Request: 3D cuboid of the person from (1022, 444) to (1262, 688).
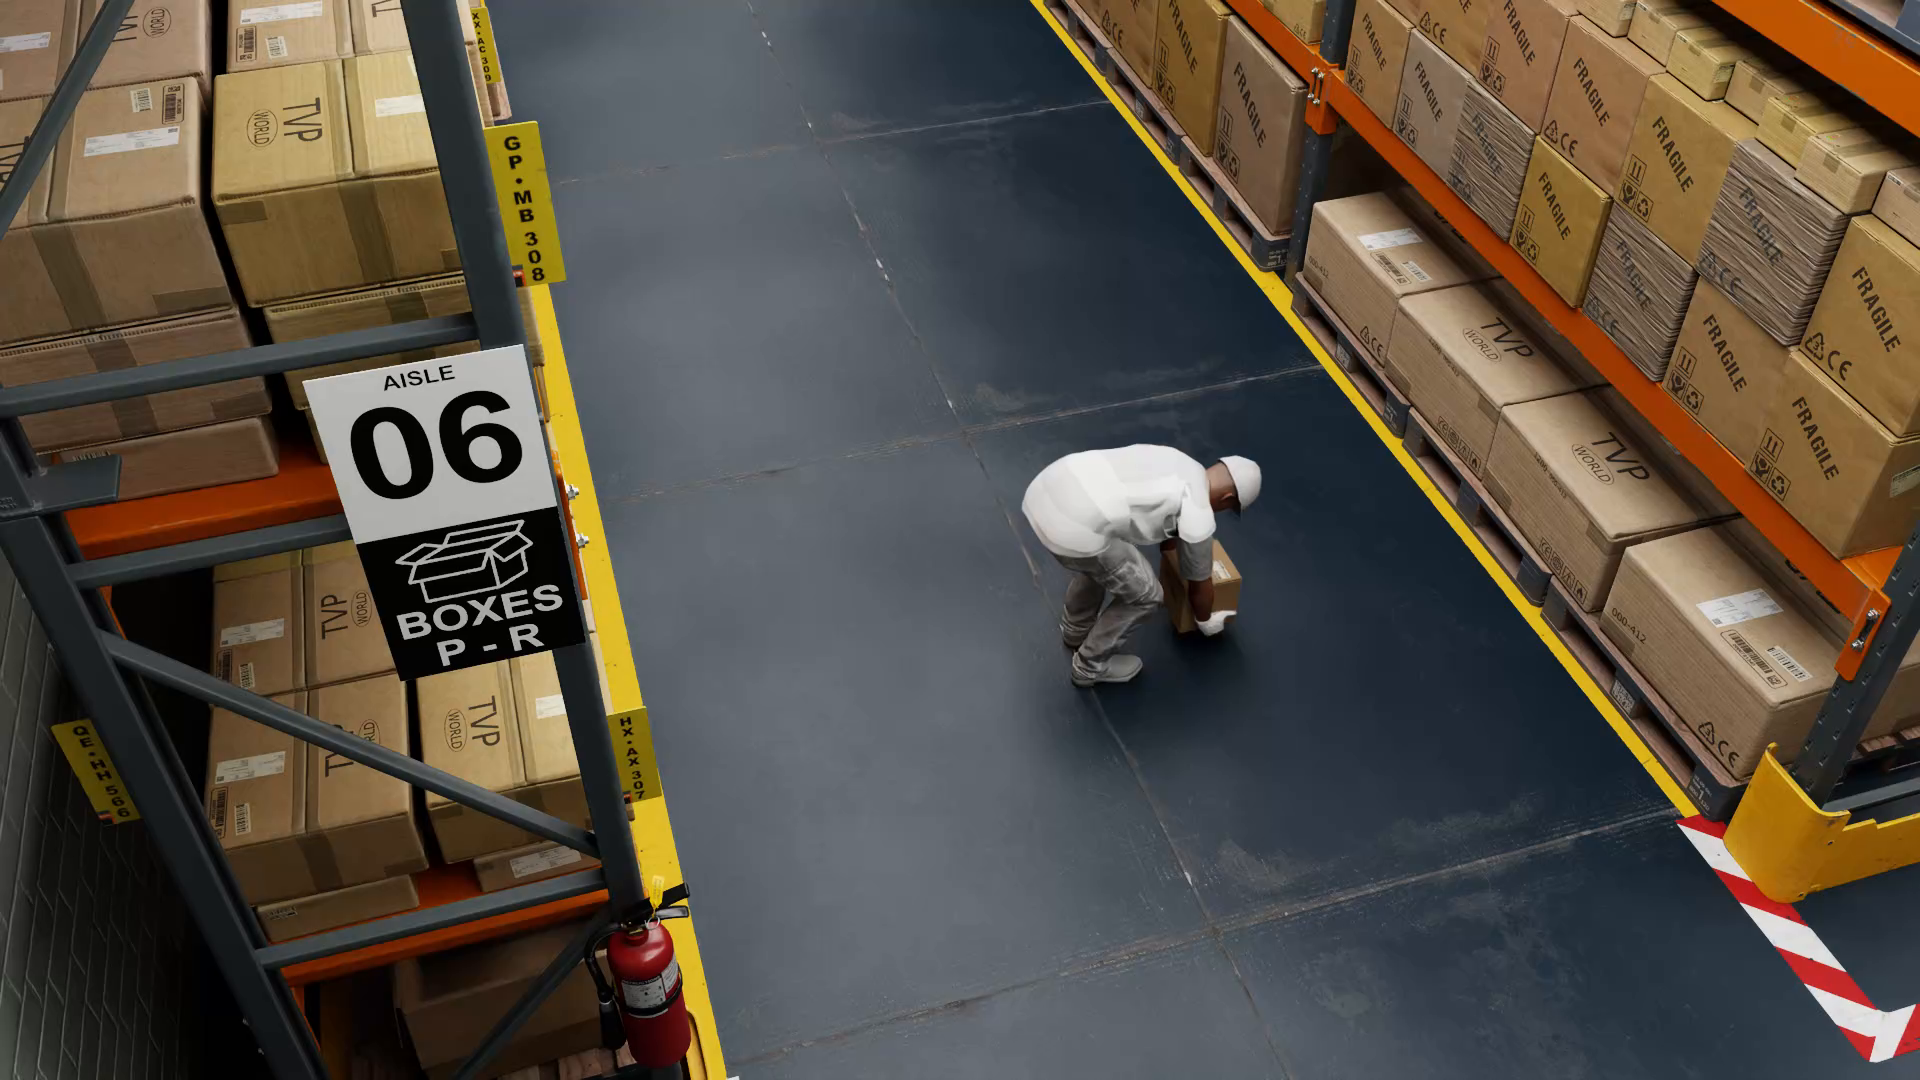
[{"bbox_3d":[0.732,0.047,6.655,0.985,1.026,0.519,-14,44,-15],"label":"person"}]
